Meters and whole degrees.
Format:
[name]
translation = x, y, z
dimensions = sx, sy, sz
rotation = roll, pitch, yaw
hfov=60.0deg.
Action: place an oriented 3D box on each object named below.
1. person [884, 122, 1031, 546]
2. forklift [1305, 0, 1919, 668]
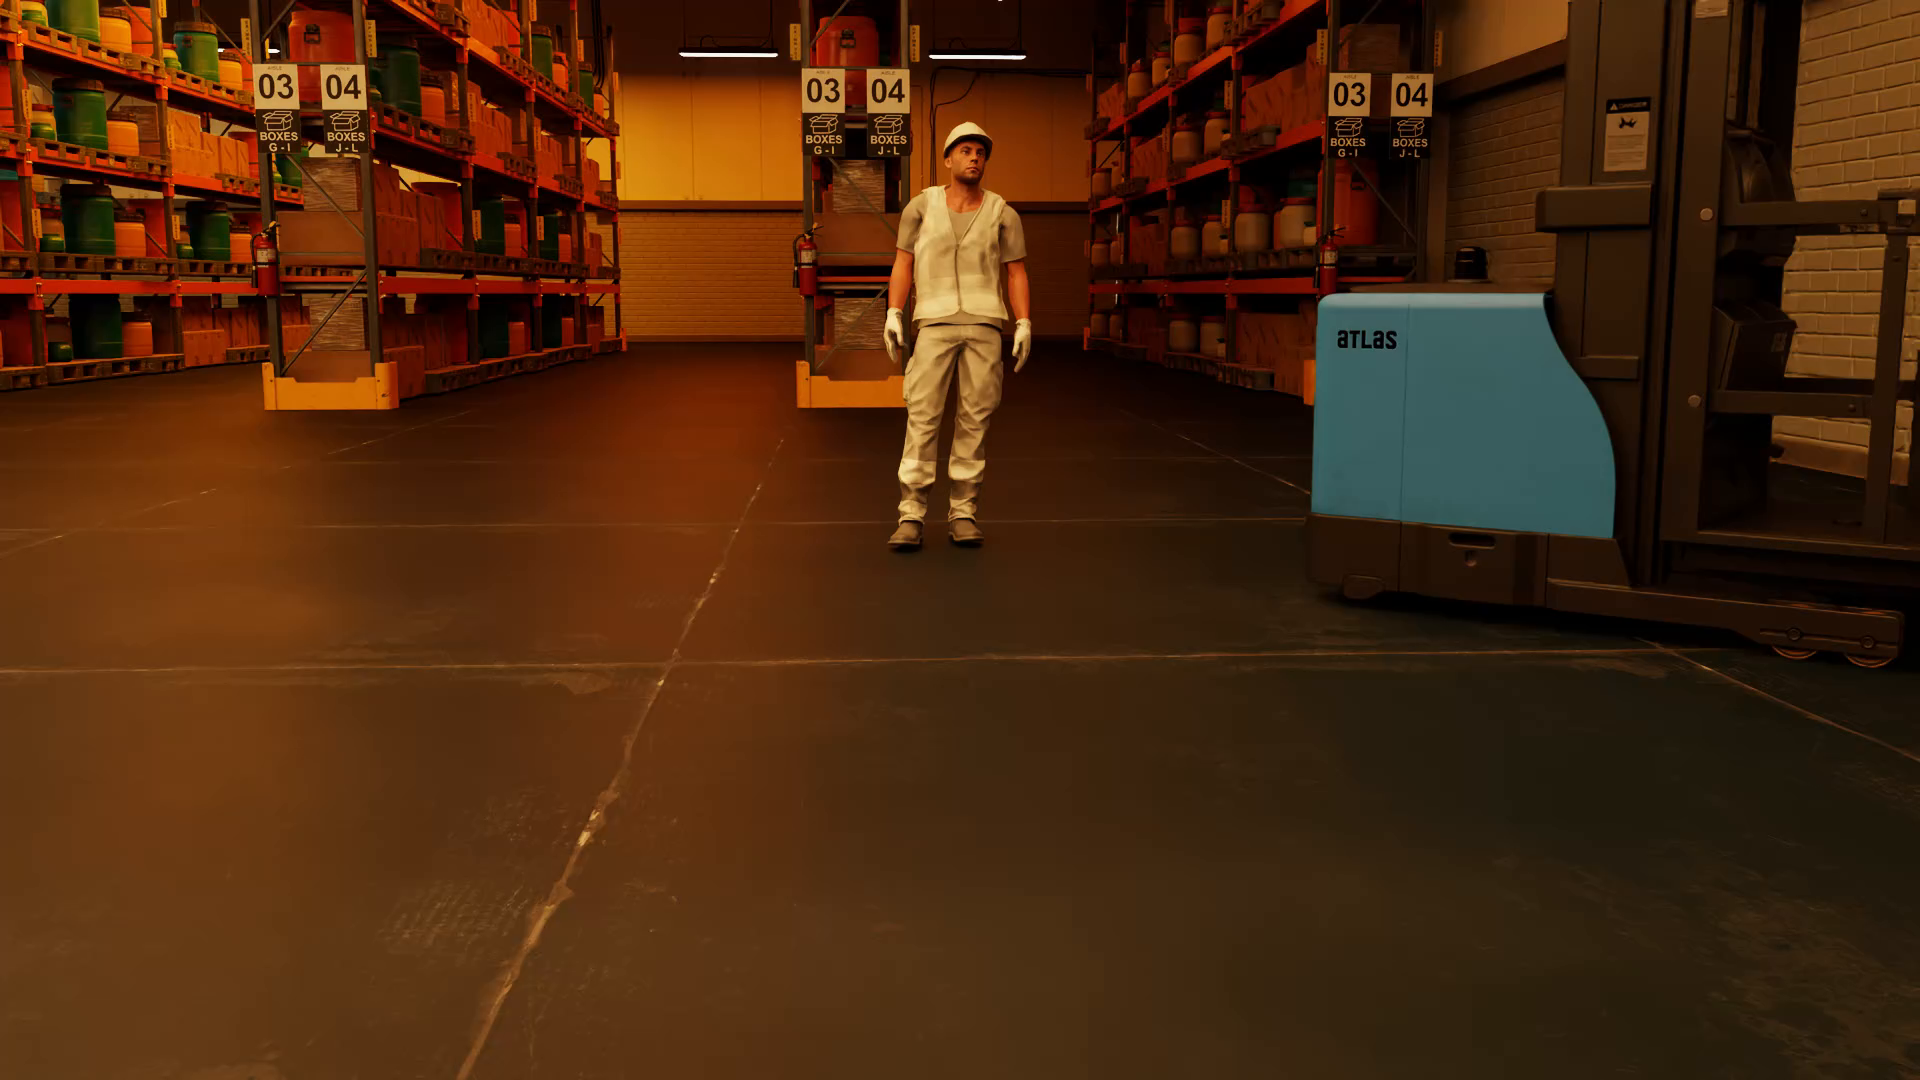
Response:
[person]
translation = -0.006, -0.880, 7.097
dimensions = 0.638, 1.789, 0.562
rotation = -1, 8, -4
[forklift]
translation = 2.712, -1.167, 5.191
dimensions = 3.031, 2.935, 1.130
rotation = 6, 10, 35
